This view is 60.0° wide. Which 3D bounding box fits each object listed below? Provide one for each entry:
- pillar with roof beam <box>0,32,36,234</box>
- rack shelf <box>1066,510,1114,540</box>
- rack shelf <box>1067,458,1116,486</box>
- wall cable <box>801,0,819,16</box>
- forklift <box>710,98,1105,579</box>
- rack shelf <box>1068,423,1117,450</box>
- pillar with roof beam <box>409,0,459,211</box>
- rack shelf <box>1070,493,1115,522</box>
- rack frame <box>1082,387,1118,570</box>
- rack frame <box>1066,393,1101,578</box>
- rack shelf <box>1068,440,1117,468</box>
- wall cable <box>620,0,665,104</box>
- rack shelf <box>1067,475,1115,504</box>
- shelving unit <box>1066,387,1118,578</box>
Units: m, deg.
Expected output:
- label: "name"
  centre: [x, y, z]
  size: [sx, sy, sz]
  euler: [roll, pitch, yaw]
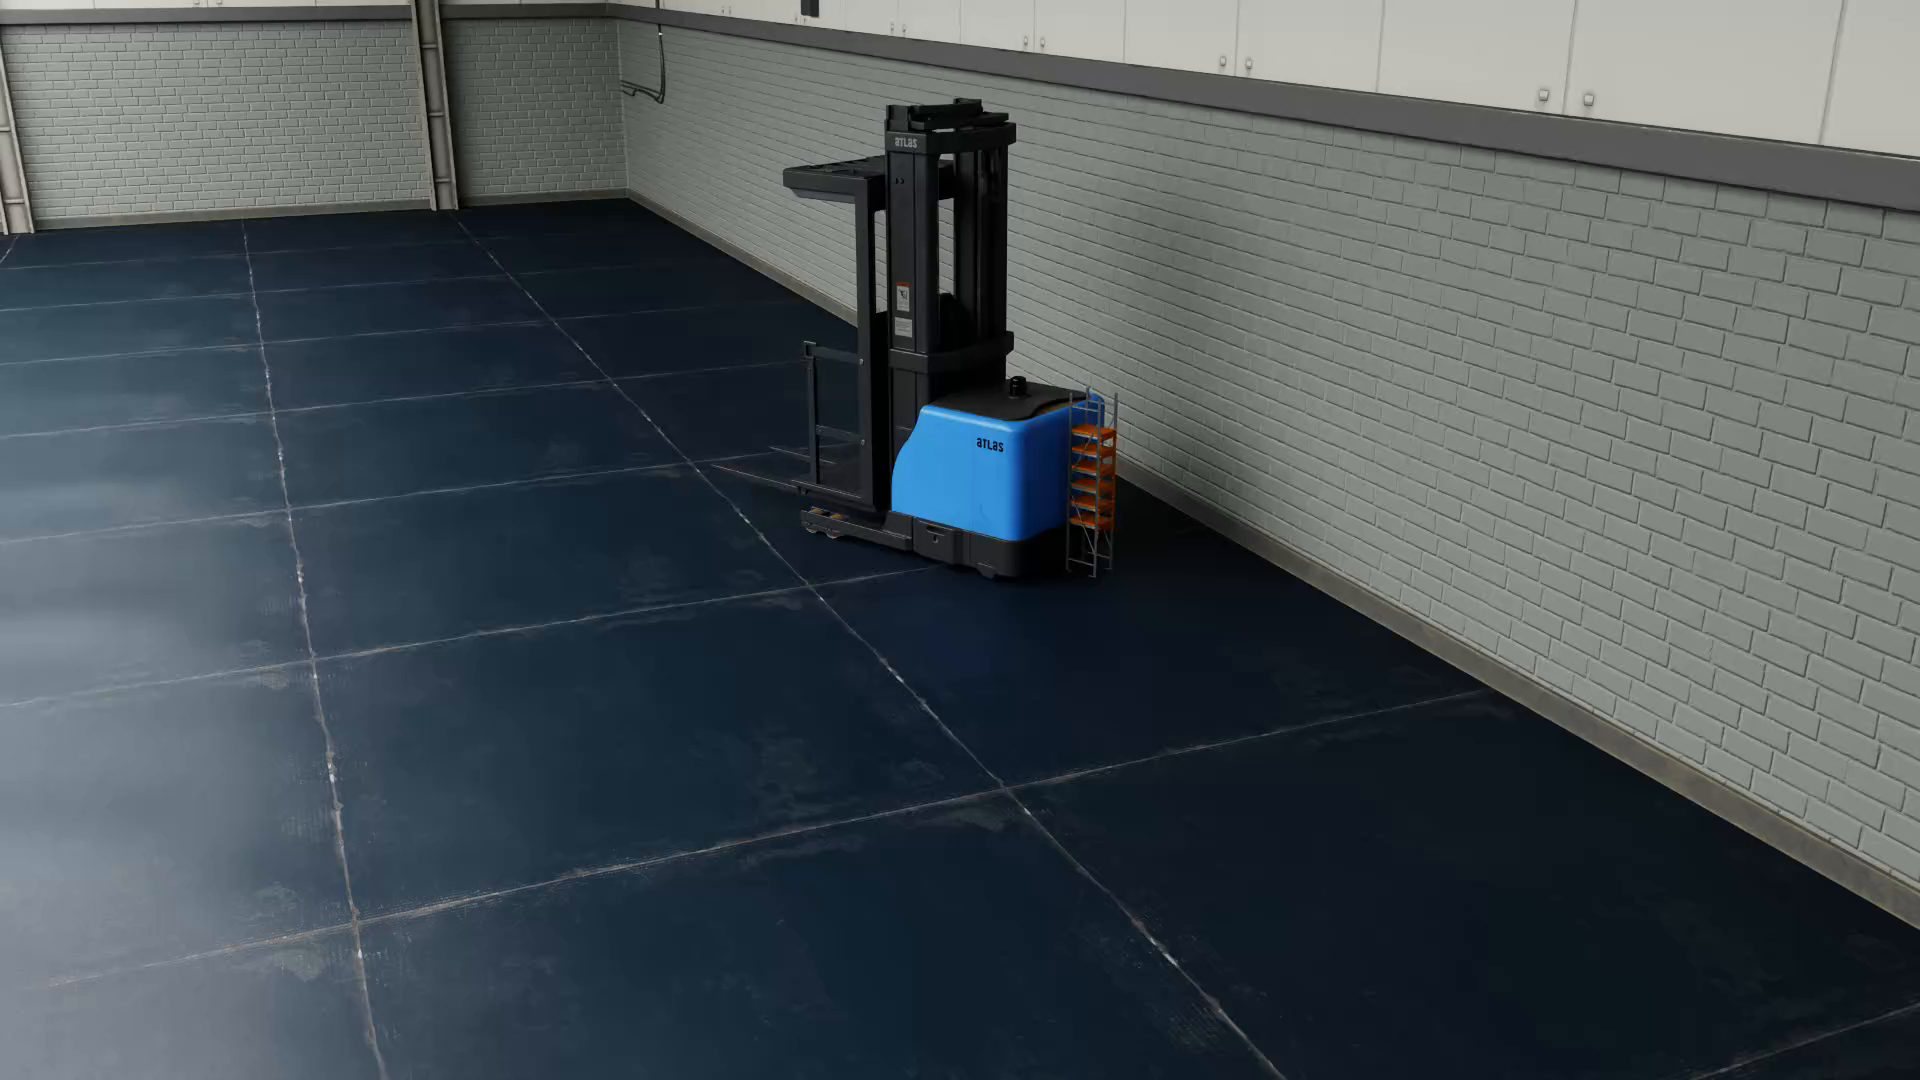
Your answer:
- label: "pillar with roof beam"
  centre: [-12.029, -7.434, 19.084]
  size: [0.400, 9.000, 9.100]
  euler: [-8, 21, -22]
- label: "rack shelf"
  centre: [0.849, -0.100, 10.855]
  size: [0.258, 0.103, 0.180]
  euler: [15, 24, 36]
- label: "rack shelf"
  centre: [0.849, -0.439, 10.736]
  size: [0.258, 0.103, 0.180]
  euler: [15, 24, 36]
- label: "wall cable"
  centre: [-1.251, -8.227, 16.217]
  size: [0.169, 6.003, 2.305]
  euler: [-8, 21, -22]
- label: "forklift"
  centre: [-0.489, -1.513, 11.407]
  size: [3.031, 2.935, 1.130]
  euler: [15, 24, 36]
- label: "rack shelf"
  centre: [0.849, -0.666, 10.656]
  size: [0.258, 0.103, 0.180]
  euler: [15, 24, 36]
- label: "pillar with roof beam"
  centre: [-6.520, -8.223, 21.326]
  size: [0.400, 9.000, 9.100]
  euler: [-8, 21, -22]
- label: "rack shelf"
  centre: [0.849, -0.213, 10.816]
  size: [0.258, 0.103, 0.180]
  euler: [15, 24, 36]
- label: "rack frame"
  centre: [0.907, -0.392, 10.828]
  size: [0.240, 1.200, 0.006]
  euler: [15, 24, 36]
- label: "rack frame"
  centre: [0.792, -0.344, 10.694]
  size: [0.240, 1.200, 0.006]
  euler: [15, 24, 36]
- label: "rack shelf"
  centre: [0.849, -0.553, 10.696]
  size: [0.258, 0.103, 0.180]
  euler: [15, 24, 36]
- label: "wall cable"
  centre: [-4.997, -8.055, 25.526]
  size: [0.112, 2.526, 3.097]
  euler: [-8, 21, -22]
- label: "rack shelf"
  centre: [0.849, -0.326, 10.776]
  size: [0.258, 0.103, 0.180]
  euler: [15, 24, 36]
- label: "shelving unit"
  centre: [0.849, -0.368, 10.761]
  size: [0.258, 1.200, 0.189]
  euler: [15, 24, 36]
